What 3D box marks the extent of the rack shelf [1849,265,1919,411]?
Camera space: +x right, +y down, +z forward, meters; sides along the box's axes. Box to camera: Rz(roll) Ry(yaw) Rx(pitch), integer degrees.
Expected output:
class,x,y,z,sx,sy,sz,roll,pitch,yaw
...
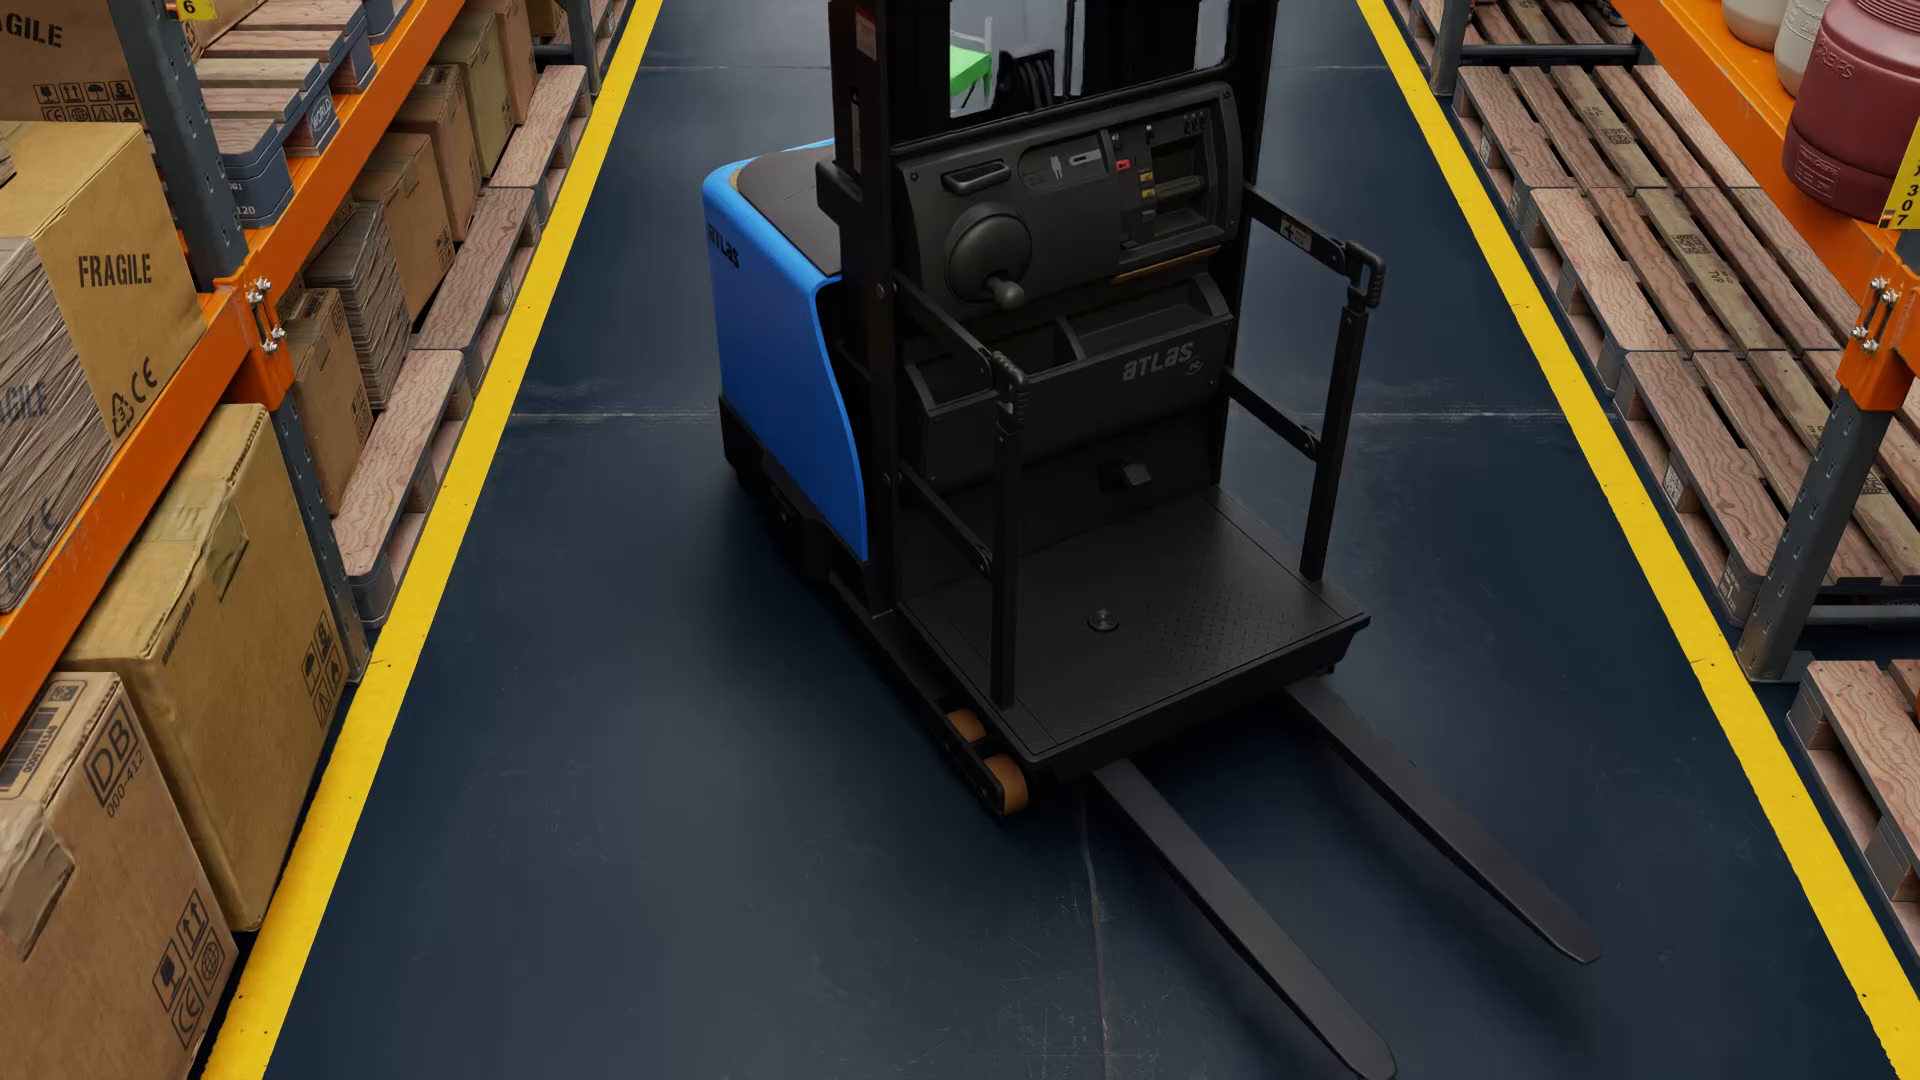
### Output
class,x,y,z,sx,sy,sz,roll,pitch,yaw
rack shelf,2.748,0.734,2.510,1.077,0.370,4.000,0,39,0

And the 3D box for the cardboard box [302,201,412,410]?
class,x,y,z,sx,sy,sz,roll,pitch,yaw
cardboard box,-2.241,-0.756,5.441,0.700,0.500,0.500,-3,39,-4

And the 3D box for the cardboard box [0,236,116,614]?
class,x,y,z,sx,sy,sz,roll,pitch,yaw
cardboard box,-1.964,-0.212,3.037,0.500,0.500,0.500,0,39,0

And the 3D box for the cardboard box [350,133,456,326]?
class,x,y,z,sx,sy,sz,roll,pitch,yaw
cardboard box,-2.249,-1.110,5.884,0.700,0.500,0.500,3,39,4

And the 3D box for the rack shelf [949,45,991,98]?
class,x,y,z,sx,sy,sz,roll,pitch,yaw
rack shelf,-0.128,-1.488,5.482,0.258,0.148,0.480,20,43,24

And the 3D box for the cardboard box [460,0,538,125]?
class,x,y,z,sx,sy,sz,roll,pitch,yaw
cardboard box,-2.232,-2.107,7.128,0.700,0.500,0.500,-3,39,-4

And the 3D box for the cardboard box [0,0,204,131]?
class,x,y,z,sx,sy,sz,roll,pitch,yaw
cardboard box,-2.247,-1.334,4.100,0.500,0.500,0.500,-5,39,-6

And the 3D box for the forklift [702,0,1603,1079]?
class,x,y,z,sx,sy,sz,roll,pitch,yaw
forklift,0.398,-0.753,3.846,1.130,2.935,3.031,-20,43,-23

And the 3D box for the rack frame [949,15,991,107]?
class,x,y,z,sx,sy,sz,roll,pitch,yaw
rack frame,-0.003,-1.295,5.906,0.240,1.200,0.015,20,43,24

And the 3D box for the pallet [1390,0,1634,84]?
class,x,y,z,sx,sy,sz,roll,pitch,yaw
pallet,2.782,-2.631,8.364,1.003,0.211,1.213,0,39,0

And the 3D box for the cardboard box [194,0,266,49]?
class,x,y,z,sx,sy,sz,roll,pitch,yaw
cardboard box,-2.348,-1.683,4.536,0.700,0.500,0.500,5,39,7

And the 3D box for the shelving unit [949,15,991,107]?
class,x,y,z,sx,sy,sz,roll,pitch,yaw
shelving unit,-0.128,-1.164,5.742,0.258,1.200,0.503,20,43,24

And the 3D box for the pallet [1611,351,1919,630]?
class,x,y,z,sx,sy,sz,roll,pitch,yaw
pallet,2.784,-0.194,5.323,1.003,0.211,1.213,0,39,0

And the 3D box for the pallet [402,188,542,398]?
class,x,y,z,sx,sy,sz,roll,pitch,yaw
pallet,-2.205,-0.955,6.273,1.003,0.211,1.213,0,39,0

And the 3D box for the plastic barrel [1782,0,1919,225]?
class,x,y,z,sx,sy,sz,roll,pitch,yaw
plastic barrel,2.443,-1.140,4.165,0.600,0.536,0.708,0,39,0

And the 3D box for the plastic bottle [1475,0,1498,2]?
class,x,y,z,sx,sy,sz,roll,pitch,yaw
plastic bottle,2.597,-2.839,8.161,0.144,0.351,0.185,0,39,0

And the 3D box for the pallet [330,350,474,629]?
class,x,y,z,sx,sy,sz,roll,pitch,yaw
pallet,-2.206,-0.194,5.324,1.003,0.211,1.213,0,39,0

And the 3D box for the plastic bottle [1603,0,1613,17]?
class,x,y,z,sx,sy,sz,roll,pitch,yaw
plastic bottle,3.179,-2.641,8.033,0.097,0.201,0.097,0,39,0

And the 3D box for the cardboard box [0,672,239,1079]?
class,x,y,z,sx,sy,sz,roll,pitch,yaw
cardboard box,-2.234,0.861,3.141,1.225,0.875,0.875,0,39,0

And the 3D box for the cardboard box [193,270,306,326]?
class,x,y,z,sx,sy,sz,roll,pitch,yaw
cardboard box,-2.238,-0.702,4.774,0.500,0.250,0.500,1,39,2

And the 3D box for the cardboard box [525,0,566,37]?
class,x,y,z,sx,sy,sz,roll,pitch,yaw
cardboard box,-2.172,-2.734,7.926,0.500,0.500,0.500,-1,39,-1

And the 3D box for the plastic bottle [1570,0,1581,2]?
class,x,y,z,sx,sy,sz,roll,pitch,yaw
plastic bottle,3.045,-2.812,8.180,0.061,0.283,0.133,0,39,0

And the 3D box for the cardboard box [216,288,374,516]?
class,x,y,z,sx,sy,sz,roll,pitch,yaw
cardboard box,-2.228,-0.409,5.009,0.700,0.500,0.500,-2,39,-2

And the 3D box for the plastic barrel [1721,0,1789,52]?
class,x,y,z,sx,sy,sz,roll,pitch,yaw
plastic barrel,2.531,-1.747,4.942,0.421,0.512,0.421,0,39,0

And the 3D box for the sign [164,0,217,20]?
class,x,y,z,sx,sy,sz,roll,pitch,yaw
sign,-1.652,-1.248,3.483,0.100,0.325,0.005,0,39,0

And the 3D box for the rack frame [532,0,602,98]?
class,x,y,z,sx,sy,sz,roll,pitch,yaw
rack frame,-2.211,-3.295,6.963,1.000,3.000,0.127,0,39,0

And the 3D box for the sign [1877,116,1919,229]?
class,x,y,z,sx,sy,sz,roll,pitch,yaw
sign,2.196,-0.856,3.789,0.100,0.325,0.005,0,39,0

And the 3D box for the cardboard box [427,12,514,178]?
class,x,y,z,sx,sy,sz,roll,pitch,yaw
cardboard box,-2.251,-1.809,6.756,0.700,0.500,0.500,0,39,0

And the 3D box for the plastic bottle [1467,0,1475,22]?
class,x,y,z,sx,sy,sz,roll,pitch,yaw
plastic bottle,2.429,-2.605,7.988,0.097,0.201,0.097,0,39,0

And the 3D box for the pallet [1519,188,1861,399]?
class,x,y,z,sx,sy,sz,roll,pitch,yaw
pallet,2.786,-0.955,6.272,1.003,0.211,1.213,0,39,0

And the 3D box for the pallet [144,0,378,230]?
class,x,y,z,sx,sy,sz,roll,pitch,yaw
pallet,-2.314,-1.164,4.458,1.213,0.211,1.003,0,39,0

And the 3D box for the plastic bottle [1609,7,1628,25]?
class,x,y,z,sx,sy,sz,roll,pitch,yaw
plastic bottle,3.180,-2.605,7.932,0.097,0.271,0.097,0,39,0

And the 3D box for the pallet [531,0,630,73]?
class,x,y,z,sx,sy,sz,roll,pitch,yaw
pallet,-2.248,-2.627,8.359,1.003,0.211,1.213,0,39,0

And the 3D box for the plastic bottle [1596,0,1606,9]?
class,x,y,z,sx,sy,sz,roll,pitch,yaw
plastic bottle,3.179,-2.705,8.113,0.097,0.201,0.097,0,39,0

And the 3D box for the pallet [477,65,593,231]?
class,x,y,z,sx,sy,sz,roll,pitch,yaw
pallet,-2.209,-1.720,7.228,1.003,0.211,1.213,0,39,0

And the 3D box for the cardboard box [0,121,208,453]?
class,x,y,z,sx,sy,sz,roll,pitch,yaw
cardboard box,-1.958,-0.524,3.426,0.500,0.500,0.500,1,39,1

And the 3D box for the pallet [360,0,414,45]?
class,x,y,z,sx,sy,sz,roll,pitch,yaw
pallet,-2.250,-1.957,5.446,1.003,0.211,1.213,0,39,0

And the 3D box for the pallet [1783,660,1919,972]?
class,x,y,z,sx,sy,sz,roll,pitch,yaw
pallet,2.789,0.784,4.103,1.003,0.211,1.213,0,39,0

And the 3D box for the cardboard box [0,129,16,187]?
class,x,y,z,sx,sy,sz,roll,pitch,yaw
cardboard box,-2.222,-0.767,2.926,0.797,0.503,0.637,1,39,1

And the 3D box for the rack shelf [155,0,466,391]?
class,x,y,z,sx,sy,sz,roll,pitch,yaw
rack shelf,-2.209,-1.764,5.627,1.077,0.370,4.000,0,39,0

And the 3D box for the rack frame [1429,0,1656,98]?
class,x,y,z,sx,sy,sz,roll,pitch,yaw
rack frame,2.742,-3.299,6.968,1.000,3.000,0.127,0,39,0

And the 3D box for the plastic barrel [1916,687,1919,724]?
class,x,y,z,sx,sy,sz,roll,pitch,yaw
plastic barrel,2.764,0.192,4.012,0.600,0.830,0.708,0,39,0

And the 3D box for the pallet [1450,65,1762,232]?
class,x,y,z,sx,sy,sz,roll,pitch,yaw
pallet,2.781,-1.719,7.227,1.003,0.211,1.213,0,39,0

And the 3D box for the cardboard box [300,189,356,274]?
class,x,y,z,sx,sy,sz,roll,pitch,yaw
cardboard box,-2.248,-1.033,5.188,0.500,0.250,0.500,4,39,5

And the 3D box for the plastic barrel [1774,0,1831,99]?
class,x,y,z,sx,sy,sz,roll,pitch,yaw
plastic barrel,2.531,-1.484,4.614,0.421,0.512,0.421,0,39,0

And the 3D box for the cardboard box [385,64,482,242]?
class,x,y,z,sx,sy,sz,roll,pitch,yaw
cardboard box,-2.249,-1.459,6.319,0.700,0.500,0.500,-3,39,-4

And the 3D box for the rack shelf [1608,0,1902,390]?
class,x,y,z,sx,sy,sz,roll,pitch,yaw
rack shelf,2.744,-1.767,5.632,1.077,0.370,4.000,0,39,0

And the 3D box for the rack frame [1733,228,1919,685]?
class,x,y,z,sx,sy,sz,roll,pitch,yaw
rack frame,2.746,-0.797,3.846,1.000,3.000,0.127,0,39,0

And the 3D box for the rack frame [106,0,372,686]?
class,x,y,z,sx,sy,sz,roll,pitch,yaw
rack frame,-2.207,-0.794,3.842,1.000,3.000,0.127,0,39,0

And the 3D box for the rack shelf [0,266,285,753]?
class,x,y,z,sx,sy,sz,roll,pitch,yaw
rack shelf,-2.205,0.738,2.506,1.077,0.370,4.000,0,39,0

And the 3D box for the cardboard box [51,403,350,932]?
class,x,y,z,sx,sy,sz,roll,pitch,yaw
cardboard box,-2.227,0.303,3.836,1.225,0.875,0.875,-2,39,-2
